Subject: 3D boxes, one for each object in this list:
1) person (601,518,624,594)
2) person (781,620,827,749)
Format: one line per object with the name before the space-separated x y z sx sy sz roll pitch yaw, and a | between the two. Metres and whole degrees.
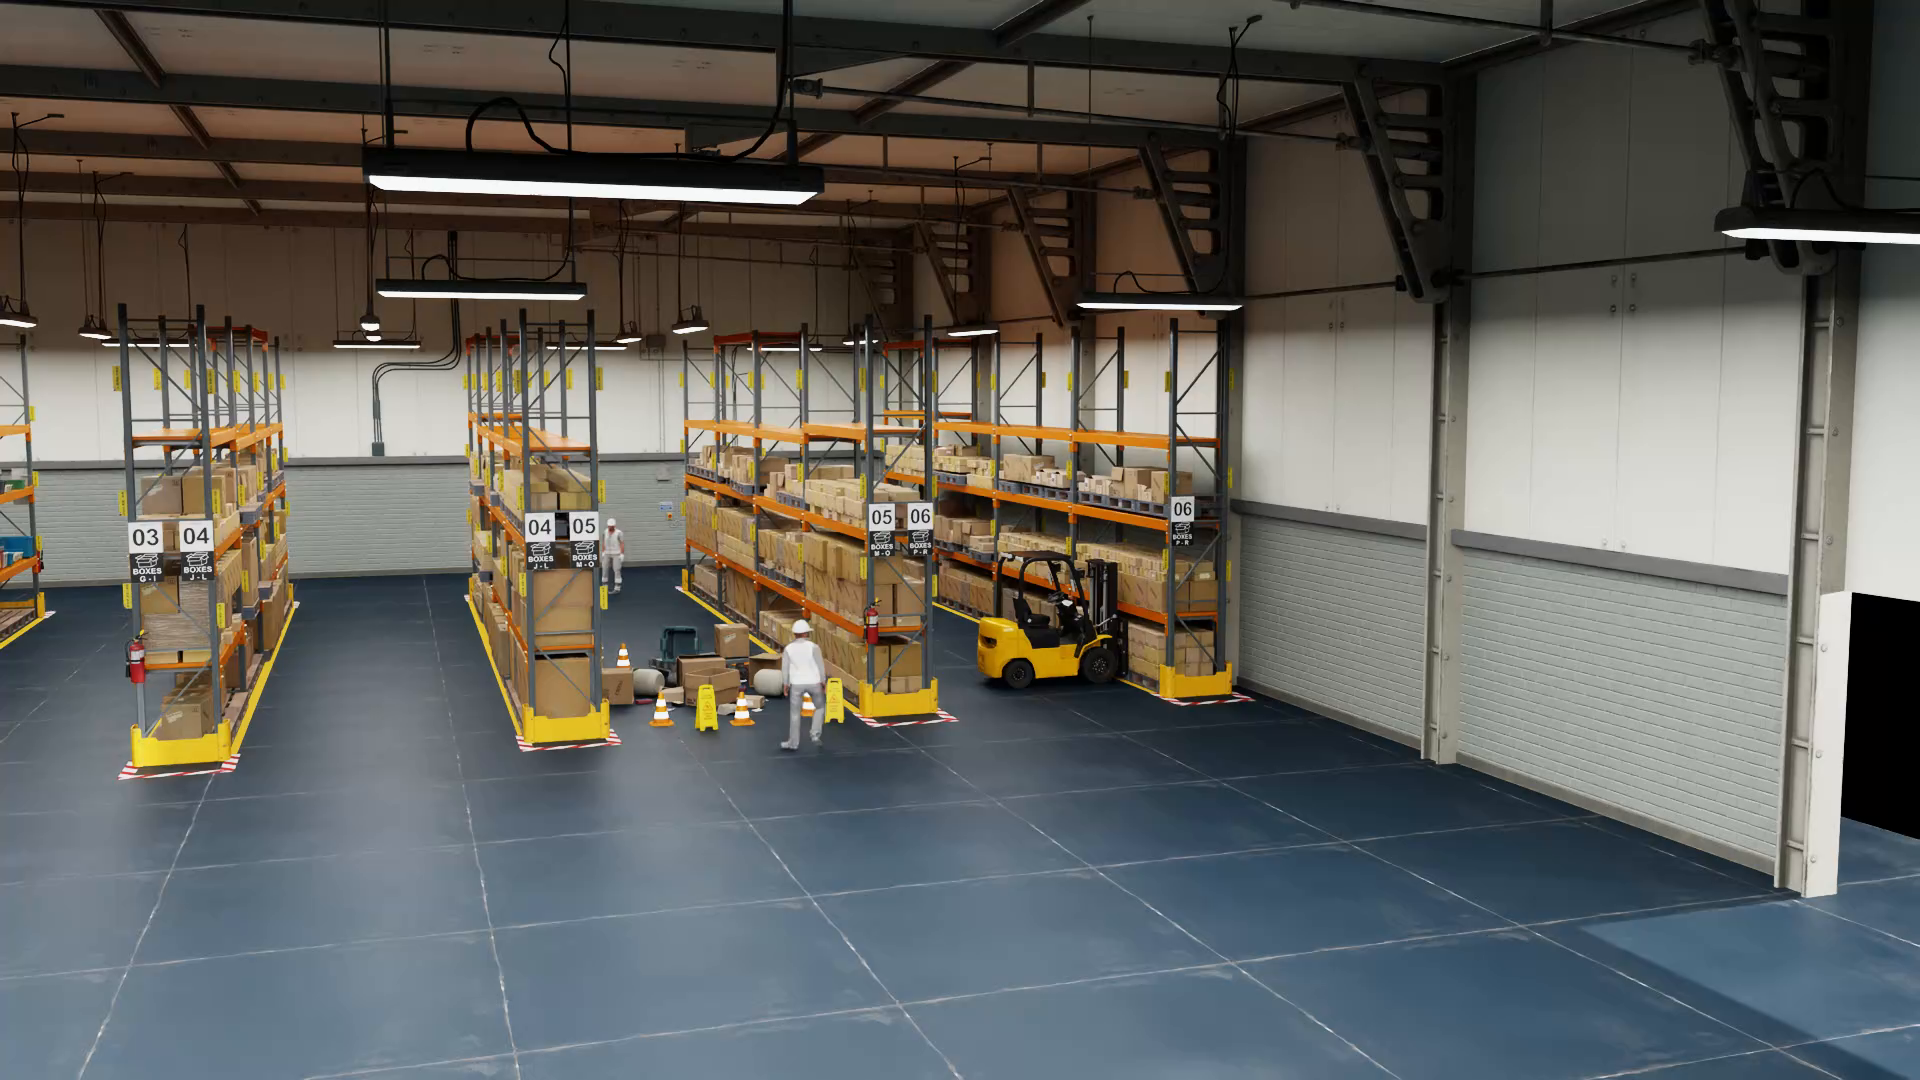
person | -8.251 0.373 39.370 0.611 1.788 0.408 1 6 14
person | -2.126 1.968 22.621 0.627 1.775 0.419 -1 5 -5
